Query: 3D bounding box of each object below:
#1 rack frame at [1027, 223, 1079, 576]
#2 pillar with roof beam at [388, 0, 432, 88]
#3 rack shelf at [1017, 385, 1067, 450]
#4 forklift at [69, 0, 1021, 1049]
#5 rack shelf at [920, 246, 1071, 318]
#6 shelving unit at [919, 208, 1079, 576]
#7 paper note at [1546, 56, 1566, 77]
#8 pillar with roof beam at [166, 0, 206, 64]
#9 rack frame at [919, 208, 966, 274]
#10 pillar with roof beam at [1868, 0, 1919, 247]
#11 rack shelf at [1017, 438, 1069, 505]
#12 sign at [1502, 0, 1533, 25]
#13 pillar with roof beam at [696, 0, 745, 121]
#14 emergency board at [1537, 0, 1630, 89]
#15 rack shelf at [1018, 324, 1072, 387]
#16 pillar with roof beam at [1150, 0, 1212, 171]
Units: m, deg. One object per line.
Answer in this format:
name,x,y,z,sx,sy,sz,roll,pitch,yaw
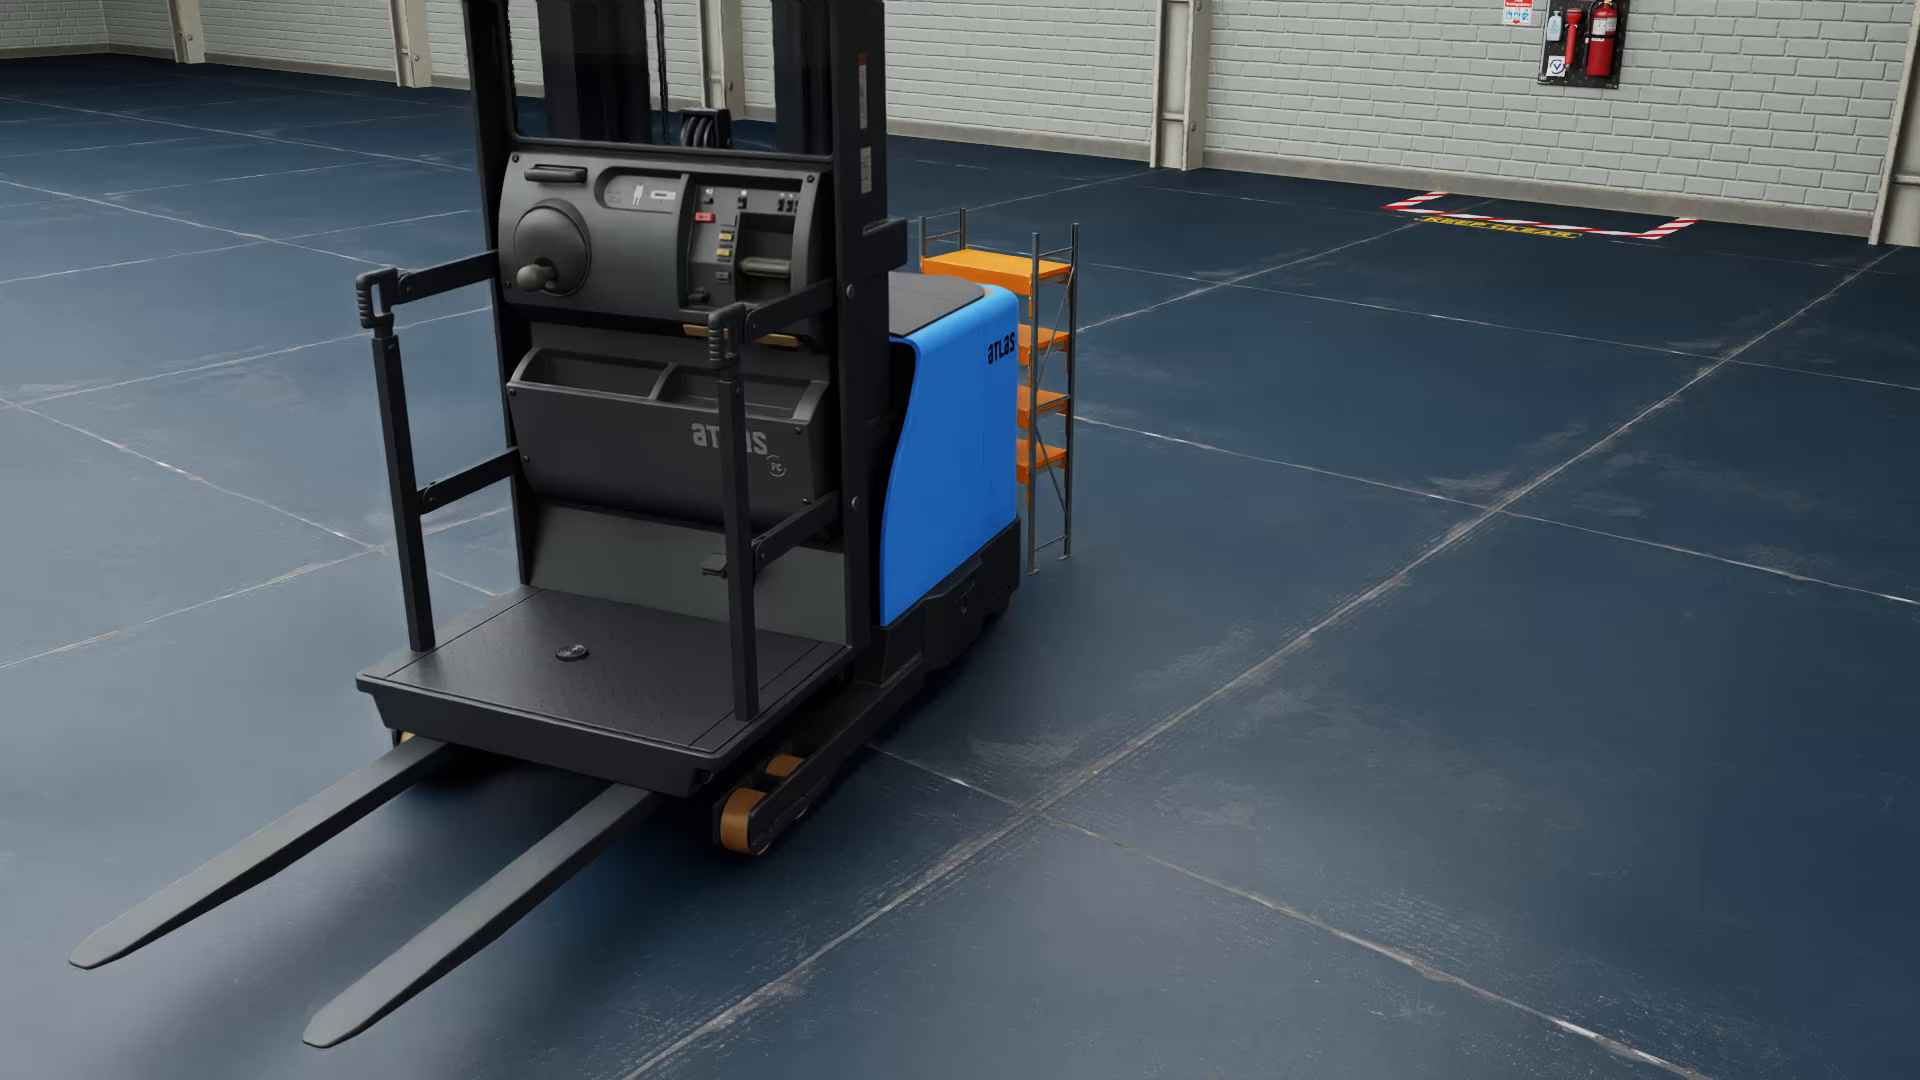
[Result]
rack frame,0.317,-0.470,5.714,0.015,1.200,0.240,16,26,36
pillar with roof beam,-10.033,-9.130,17.626,0.400,9.000,9.100,16,26,36
rack shelf,0.128,-0.462,5.882,0.480,0.148,0.258,16,26,36
forklift,-0.860,-0.765,4.042,1.130,2.935,3.031,9,22,22
rack shelf,0.128,-0.892,5.720,0.480,0.148,0.258,16,26,36
shelving unit,0.128,-0.524,5.859,0.503,1.200,0.258,16,26,36
paper note,4.650,-3.692,12.956,0.142,0.148,0.016,16,26,36
pillar with roof beam,-14.681,-10.469,21.176,0.400,9.000,9.100,16,26,36
rack frame,-0.061,-0.579,6.003,0.015,1.200,0.240,16,26,36
pillar with roof beam,3.912,-5.114,6.977,0.400,9.000,9.100,16,26,36
rack shelf,0.128,-0.276,5.952,0.480,0.148,0.258,16,26,36
sign,4.381,-4.214,13.041,0.234,0.329,0.001,16,26,36
pillar with roof beam,-5.385,-7.792,14.076,0.400,9.000,9.100,16,26,36
emergency board,4.744,-4.046,12.646,0.643,1.169,0.194,16,26,36
rack shelf,0.128,-0.671,5.803,0.480,0.148,0.258,16,26,36
pillar with roof beam,-0.736,-6.453,10.527,0.400,9.000,9.100,16,26,36
